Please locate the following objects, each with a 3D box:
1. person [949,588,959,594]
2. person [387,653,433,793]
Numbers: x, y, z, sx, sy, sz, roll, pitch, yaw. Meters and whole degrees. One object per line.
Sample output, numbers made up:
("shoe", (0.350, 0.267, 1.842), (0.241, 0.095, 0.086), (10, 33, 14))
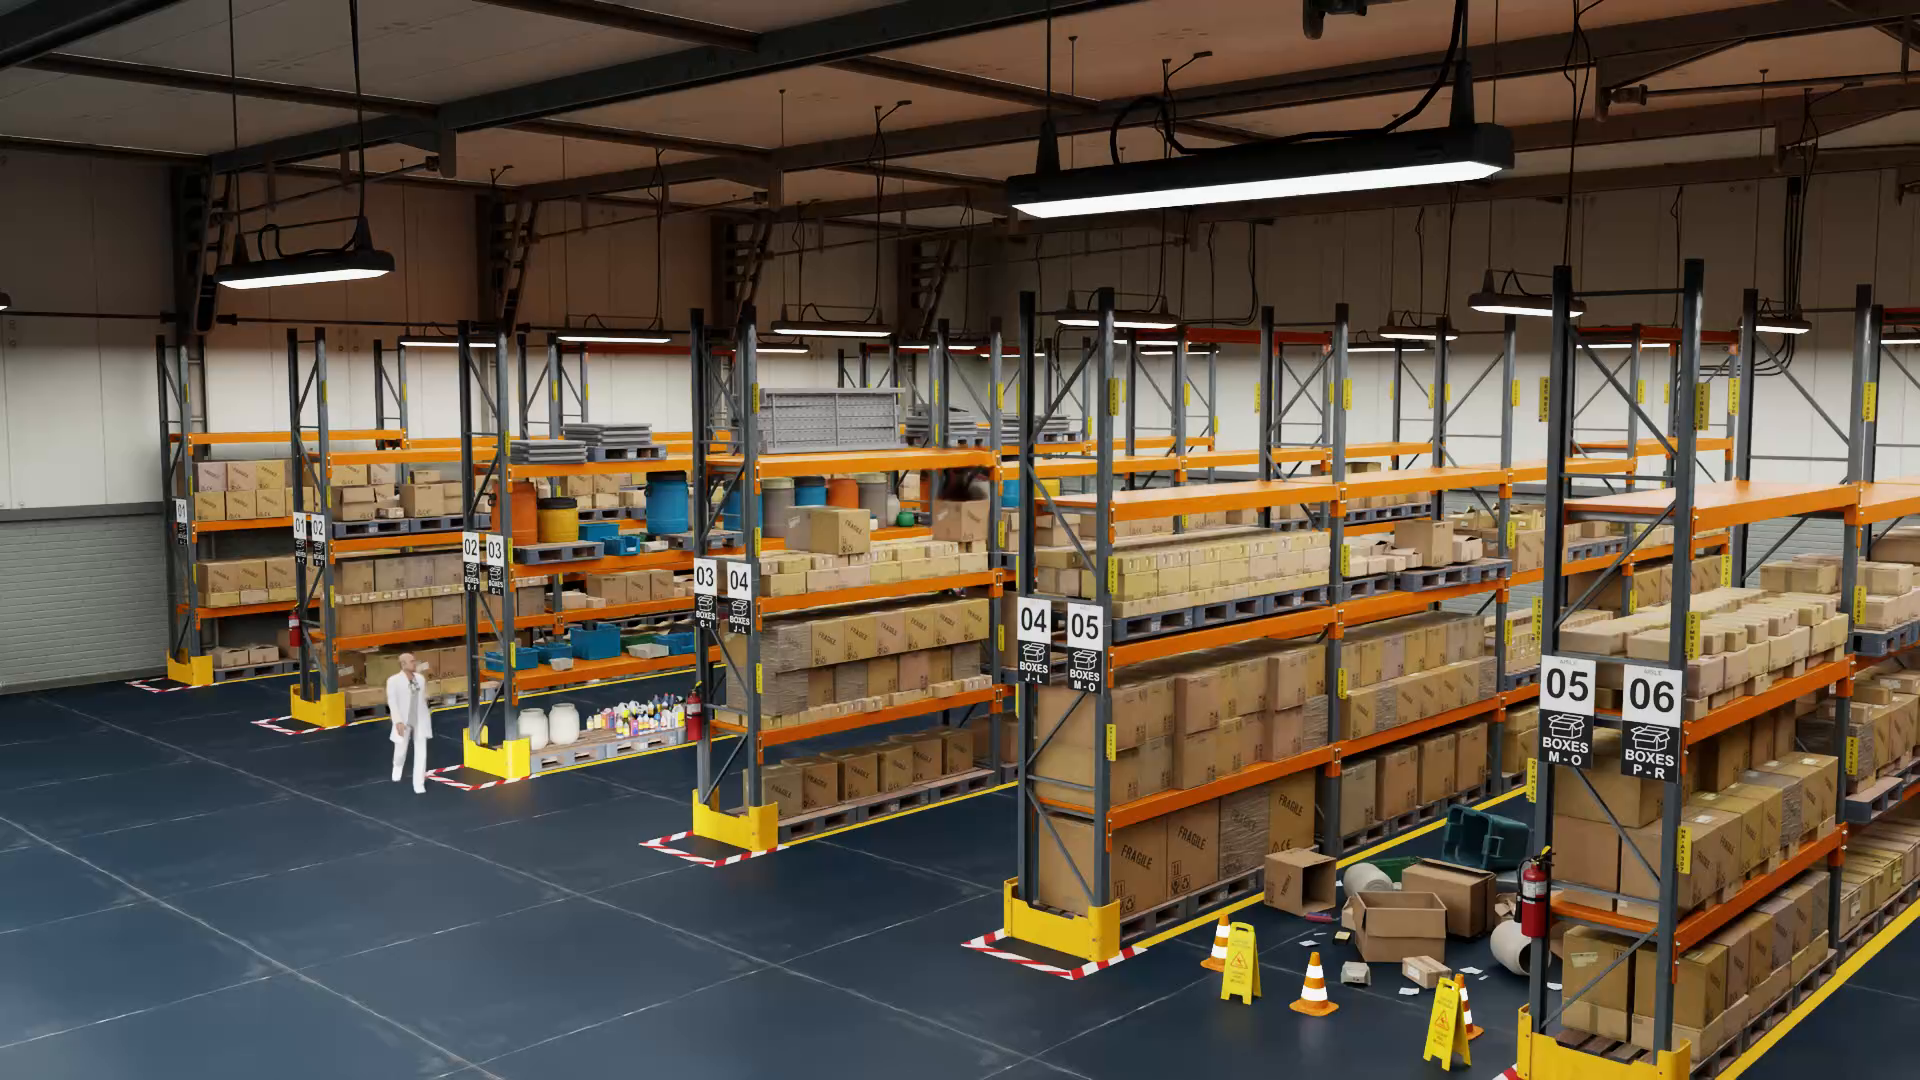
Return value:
("person", (-0.283, 1.349, 31.122), (0.632, 1.729, 1.060), (5, 7, 40))
("person", (-7.002, 2.300, 21.143), (0.531, 1.738, 0.832), (-2, 6, -22))
